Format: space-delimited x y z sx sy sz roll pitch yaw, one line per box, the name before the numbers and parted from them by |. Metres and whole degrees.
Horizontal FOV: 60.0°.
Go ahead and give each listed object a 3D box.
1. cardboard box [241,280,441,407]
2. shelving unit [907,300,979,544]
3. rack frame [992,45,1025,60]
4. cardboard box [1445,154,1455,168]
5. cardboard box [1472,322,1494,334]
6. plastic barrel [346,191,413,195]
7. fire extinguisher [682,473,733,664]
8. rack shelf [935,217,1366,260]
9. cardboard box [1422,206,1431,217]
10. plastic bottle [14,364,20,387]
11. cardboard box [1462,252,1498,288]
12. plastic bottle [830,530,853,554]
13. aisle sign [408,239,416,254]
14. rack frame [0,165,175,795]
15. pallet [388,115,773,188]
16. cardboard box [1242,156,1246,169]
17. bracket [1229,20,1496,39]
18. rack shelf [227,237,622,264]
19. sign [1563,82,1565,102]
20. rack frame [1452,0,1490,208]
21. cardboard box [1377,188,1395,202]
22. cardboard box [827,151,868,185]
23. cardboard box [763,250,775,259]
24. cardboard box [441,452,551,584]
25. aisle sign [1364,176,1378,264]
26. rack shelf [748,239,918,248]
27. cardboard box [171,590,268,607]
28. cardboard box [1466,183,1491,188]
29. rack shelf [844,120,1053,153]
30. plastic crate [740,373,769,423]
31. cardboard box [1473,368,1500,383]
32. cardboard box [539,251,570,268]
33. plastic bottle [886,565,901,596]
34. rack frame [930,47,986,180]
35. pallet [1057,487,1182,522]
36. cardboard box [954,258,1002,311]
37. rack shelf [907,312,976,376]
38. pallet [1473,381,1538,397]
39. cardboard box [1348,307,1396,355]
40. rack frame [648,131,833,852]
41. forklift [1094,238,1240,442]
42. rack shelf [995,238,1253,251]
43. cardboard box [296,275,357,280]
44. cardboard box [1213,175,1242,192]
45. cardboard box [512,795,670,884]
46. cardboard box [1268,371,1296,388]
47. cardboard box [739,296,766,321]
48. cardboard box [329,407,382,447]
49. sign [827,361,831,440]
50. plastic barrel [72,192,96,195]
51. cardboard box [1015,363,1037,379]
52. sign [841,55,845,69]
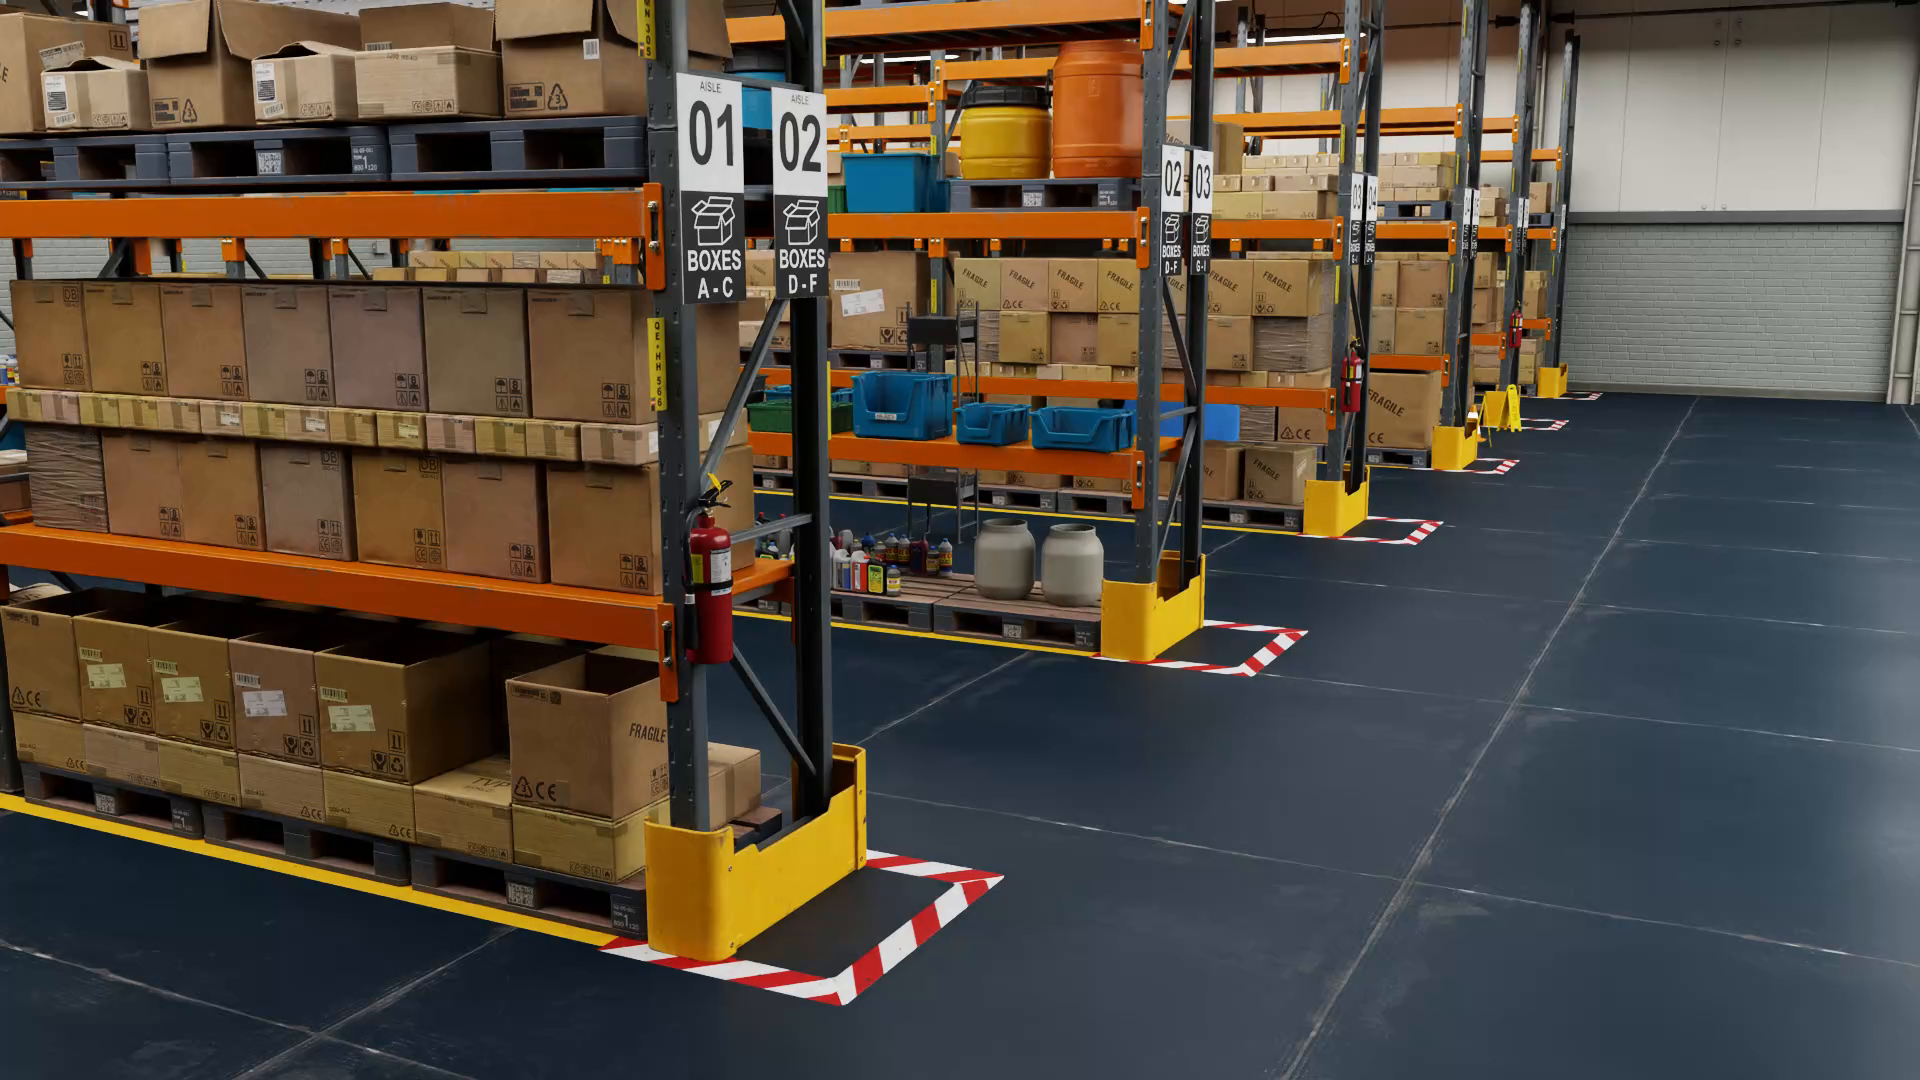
cardboard box | -2.649 -0.868 7.236 0.500 0.500 0.700 5 11 26
shelving unit | -0.148 -1.046 14.669 0.503 2.100 0.431 5 11 26
rack frame | 0.784 -6.765 26.896 0.127 3.000 1.000 5 11 26
cardboard box | 5.701 -4.462 19.600 0.250 0.149 0.380 5 11 26
cardboard box | 7.529 -3.055 23.944 0.250 0.149 0.380 5 12 28
plastic barrel | -4.565 -2.976 13.176 0.708 0.830 0.600 5 11 26
fire extinguisher | -0.912 0.103 6.008 0.183 0.674 0.296 5 11 26
rack shelf | 1.780 -2.880 15.870 4.000 0.370 1.077 5 11 26
cardboard box | 6.936 -4.771 23.884 0.500 0.250 0.500 5 11 25
plastic bottle | -8.625 -1.510 15.260 0.097 0.201 0.097 0 10 0
cardboard box | 7.404 -3.876 23.853 0.500 0.500 0.700 5 11 24
plastic bottle | -0.894 0.058 12.452 0.135 0.276 0.152 5 12 27
aisle sign | -8.688 -4.882 26.037 0.004 0.787 0.394 5 11 26
rack frame | -4.400 -0.333 8.204 0.127 3.000 1.000 5 11 26
pallet | -1.435 -1.511 6.534 1.213 0.211 1.003 5 11 26
cardboard box | 3.363 -4.537 20.014 0.250 0.149 0.380 5 11 26
bracket | 7.086 -9.077 29.562 4.783 0.066 0.076 5 11 26
rack shelf | -3.998 -2.404 13.241 4.000 0.370 1.077 5 11 26
sign | 9.899 -7.341 27.232 0.005 0.325 0.100 5 11 26
rack frame | 5.859 -5.336 19.001 0.127 3.000 1.000 5 11 26
cardboard box | 4.955 -4.005 19.312 0.250 0.149 0.380 5 11 27
cardboard box | -1.236 -3.776 17.332 0.637 0.503 0.797 6 12 28
cardboard box | -3.220 -4.962 28.870 0.250 0.149 0.380 5 11 25
cardboard box | -1.699 -0.147 6.892 0.500 0.500 0.700 5 12 27
aisle sign | 3.762 -2.922 15.209 0.004 0.787 0.394 5 11 26
rack shelf | -2.403 -6.201 34.222 4.000 0.370 1.077 5 11 26
cardboard box | -3.444 0.487 8.108 0.500 0.500 0.500 5 11 26
cardboard box | 8.773 -5.850 28.519 0.500 0.500 0.700 5 11 26
rack shelf | 0.478 -5.258 21.713 4.000 0.370 1.077 5 11 26
plastic crate | -1.792 -1.032 12.239 0.504 0.338 0.767 5 11 26
cardboard box | 9.149 -2.857 28.688 0.500 0.250 0.500 5 11 26
cardboard box | -5.910 -4.051 24.822 0.500 0.500 0.500 5 11 24
plastic bottle | -0.459 0.277 11.455 0.097 0.201 0.097 0 10 0
rack frame | -0.013 -4.867 16.410 0.127 3.000 1.000 5 11 26
pallet | 1.703 -0.400 16.401 1.213 0.211 1.003 5 11 26
cardboard box | 0.278 -2.527 16.399 0.500 0.500 0.500 5 11 26
rack shelf | -0.148 -1.722 14.547 0.480 0.518 0.431 5 11 26
pallet | 9.447 -2.657 28.874 1.213 0.211 1.003 5 11 26
cardboard box | 5.003 -2.520 19.864 0.550 0.550 0.875 5 11 26
rack frame | -0.813 -0.018 6.462 0.127 3.000 1.000 5 11 26
forklift | 2.178 -2.278 19.143 1.130 2.935 3.031 -3 11 -14
rack shelf | 2.578 -4.778 26.357 4.000 0.370 1.077 5 11 26
cardboard box | -7.718 -2.981 20.312 0.500 0.500 0.500 5 12 27
cardboard box | 2.476 -3.230 15.086 0.250 0.149 0.380 5 11 26
cardboard box | -1.424 1.133 6.643 0.500 0.250 0.500 5 11 26
cardboard box | 3.003 -1.486 15.276 0.250 0.149 0.380 5 11 26
cardboard box | -2.554 -2.422 18.285 0.500 0.500 0.700 7 12 34
cardboard box | -2.402 -0.488 6.956 0.250 0.149 0.380 5 12 27
sign | -0.562 -0.571 6.865 0.005 0.325 0.100 5 11 26
plastic barrel | -7.781 -3.574 15.099 0.708 0.901 0.600 5 11 26
cardboard box | 0.730 -1.671 16.302 0.250 0.149 0.380 5 11 26
sign | -1.547 -6.378 21.911 0.005 0.325 0.100 5 11 26
